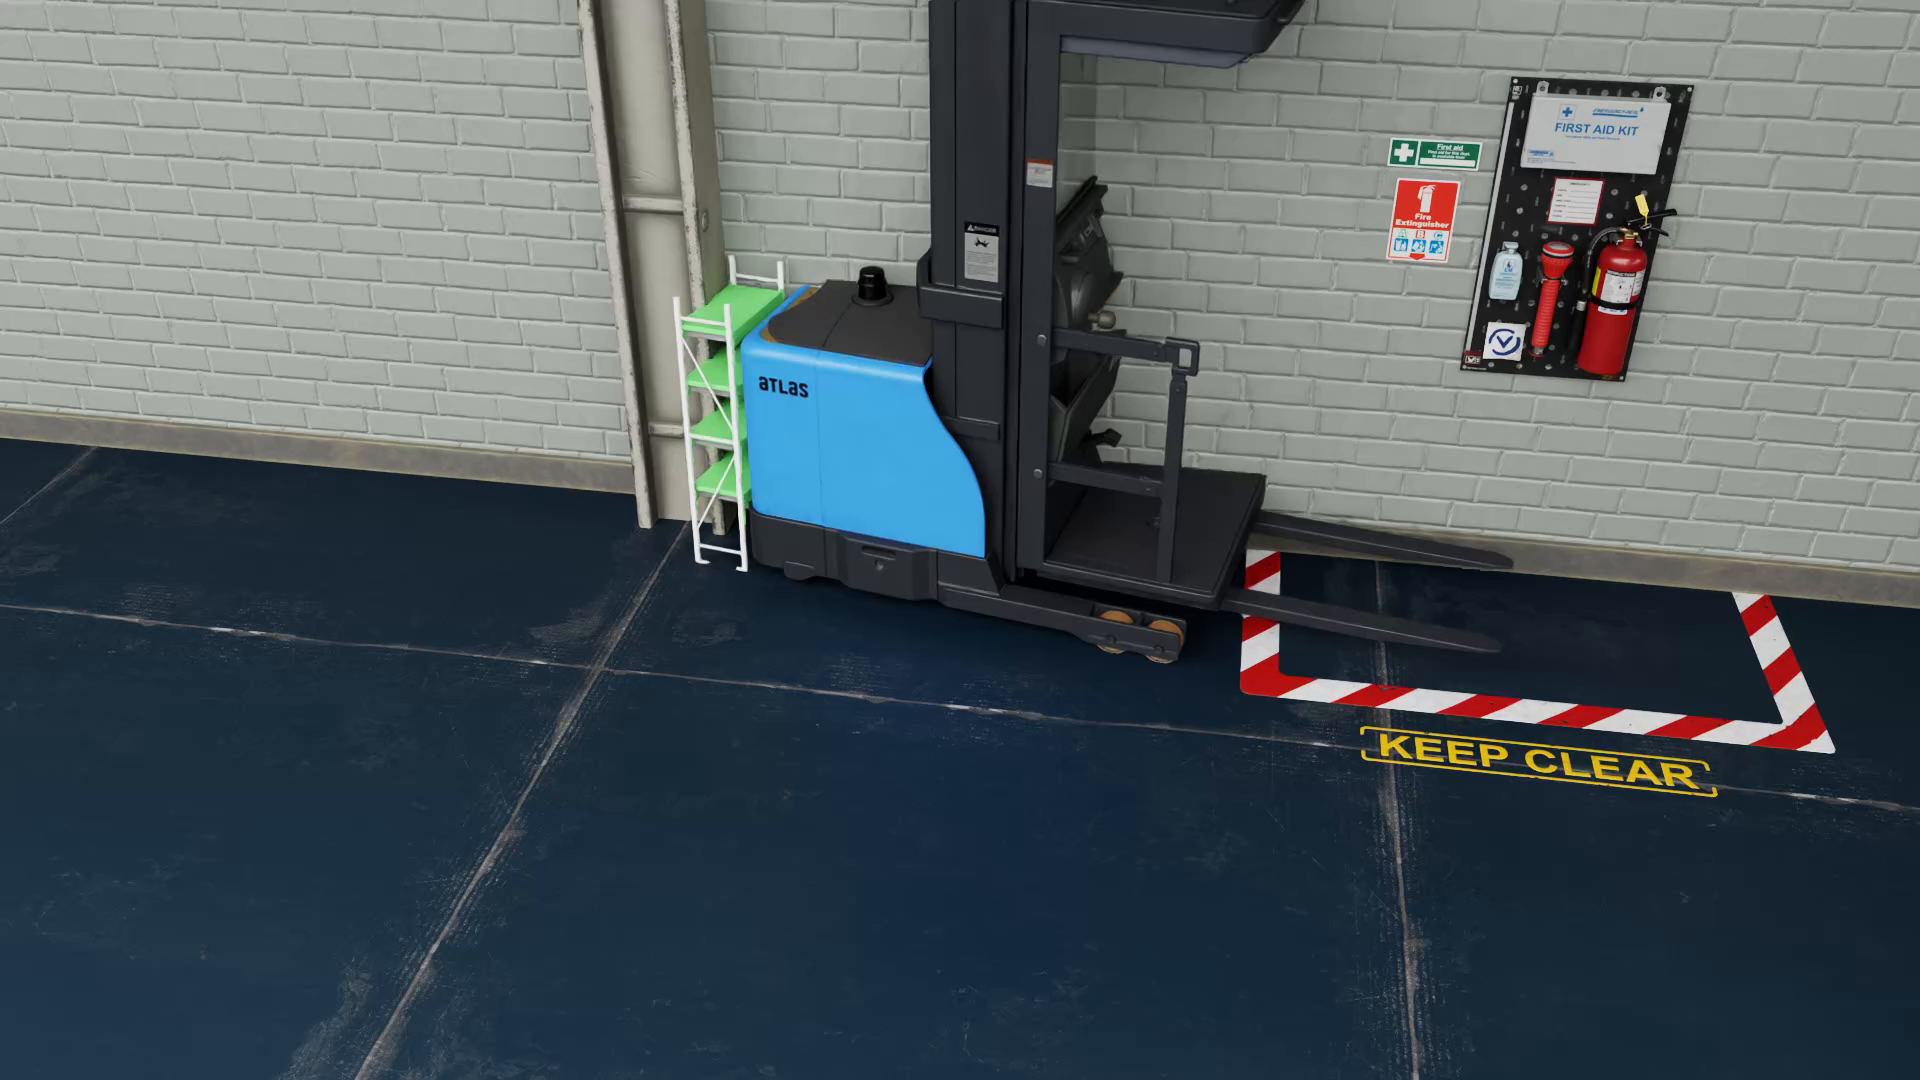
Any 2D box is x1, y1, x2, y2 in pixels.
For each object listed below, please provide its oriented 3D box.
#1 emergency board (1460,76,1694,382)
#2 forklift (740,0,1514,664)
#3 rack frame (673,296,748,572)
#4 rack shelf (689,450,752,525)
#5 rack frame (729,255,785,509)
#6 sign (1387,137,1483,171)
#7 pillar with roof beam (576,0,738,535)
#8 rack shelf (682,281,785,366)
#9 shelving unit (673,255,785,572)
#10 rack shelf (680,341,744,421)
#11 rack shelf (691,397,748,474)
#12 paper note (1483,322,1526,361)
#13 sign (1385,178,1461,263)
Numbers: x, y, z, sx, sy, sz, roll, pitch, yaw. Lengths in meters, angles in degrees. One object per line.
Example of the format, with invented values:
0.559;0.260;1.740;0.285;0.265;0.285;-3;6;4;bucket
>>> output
2.288;-1.096;6.174;0.643;1.169;0.194;5;32;8;emergency board
0.696;-1.080;6.213;3.031;2.935;1.130;11;34;17;forklift
-1.006;-0.408;6.750;0.240;1.200;0.015;10;32;16;rack frame
-0.927;-0.261;7.103;0.258;0.148;0.480;10;32;16;rack shelf
-0.845;-0.639;7.149;0.240;1.200;0.015;10;32;16;rack frame
1.764;-1.434;6.181;0.331;0.109;0.001;5;32;8;sign
-1.921;-1.683;1.457;0.400;9.000;9.100;5;32;8;pillar with roof beam
-0.922;-0.883;6.740;0.258;0.148;0.480;10;32;16;rack shelf
-0.925;-0.524;6.950;0.258;1.200;0.503;10;32;16;shelving unit
-0.924;-0.676;6.861;0.258;0.148;0.480;10;32;16;rack shelf
-0.926;-0.469;6.982;0.258;0.148;0.480;10;32;16;rack shelf
2.125;-0.775;6.491;0.142;0.148;0.016;5;32;8;paper note
1.761;-1.215;6.330;0.234;0.329;0.001;5;32;8;sign
